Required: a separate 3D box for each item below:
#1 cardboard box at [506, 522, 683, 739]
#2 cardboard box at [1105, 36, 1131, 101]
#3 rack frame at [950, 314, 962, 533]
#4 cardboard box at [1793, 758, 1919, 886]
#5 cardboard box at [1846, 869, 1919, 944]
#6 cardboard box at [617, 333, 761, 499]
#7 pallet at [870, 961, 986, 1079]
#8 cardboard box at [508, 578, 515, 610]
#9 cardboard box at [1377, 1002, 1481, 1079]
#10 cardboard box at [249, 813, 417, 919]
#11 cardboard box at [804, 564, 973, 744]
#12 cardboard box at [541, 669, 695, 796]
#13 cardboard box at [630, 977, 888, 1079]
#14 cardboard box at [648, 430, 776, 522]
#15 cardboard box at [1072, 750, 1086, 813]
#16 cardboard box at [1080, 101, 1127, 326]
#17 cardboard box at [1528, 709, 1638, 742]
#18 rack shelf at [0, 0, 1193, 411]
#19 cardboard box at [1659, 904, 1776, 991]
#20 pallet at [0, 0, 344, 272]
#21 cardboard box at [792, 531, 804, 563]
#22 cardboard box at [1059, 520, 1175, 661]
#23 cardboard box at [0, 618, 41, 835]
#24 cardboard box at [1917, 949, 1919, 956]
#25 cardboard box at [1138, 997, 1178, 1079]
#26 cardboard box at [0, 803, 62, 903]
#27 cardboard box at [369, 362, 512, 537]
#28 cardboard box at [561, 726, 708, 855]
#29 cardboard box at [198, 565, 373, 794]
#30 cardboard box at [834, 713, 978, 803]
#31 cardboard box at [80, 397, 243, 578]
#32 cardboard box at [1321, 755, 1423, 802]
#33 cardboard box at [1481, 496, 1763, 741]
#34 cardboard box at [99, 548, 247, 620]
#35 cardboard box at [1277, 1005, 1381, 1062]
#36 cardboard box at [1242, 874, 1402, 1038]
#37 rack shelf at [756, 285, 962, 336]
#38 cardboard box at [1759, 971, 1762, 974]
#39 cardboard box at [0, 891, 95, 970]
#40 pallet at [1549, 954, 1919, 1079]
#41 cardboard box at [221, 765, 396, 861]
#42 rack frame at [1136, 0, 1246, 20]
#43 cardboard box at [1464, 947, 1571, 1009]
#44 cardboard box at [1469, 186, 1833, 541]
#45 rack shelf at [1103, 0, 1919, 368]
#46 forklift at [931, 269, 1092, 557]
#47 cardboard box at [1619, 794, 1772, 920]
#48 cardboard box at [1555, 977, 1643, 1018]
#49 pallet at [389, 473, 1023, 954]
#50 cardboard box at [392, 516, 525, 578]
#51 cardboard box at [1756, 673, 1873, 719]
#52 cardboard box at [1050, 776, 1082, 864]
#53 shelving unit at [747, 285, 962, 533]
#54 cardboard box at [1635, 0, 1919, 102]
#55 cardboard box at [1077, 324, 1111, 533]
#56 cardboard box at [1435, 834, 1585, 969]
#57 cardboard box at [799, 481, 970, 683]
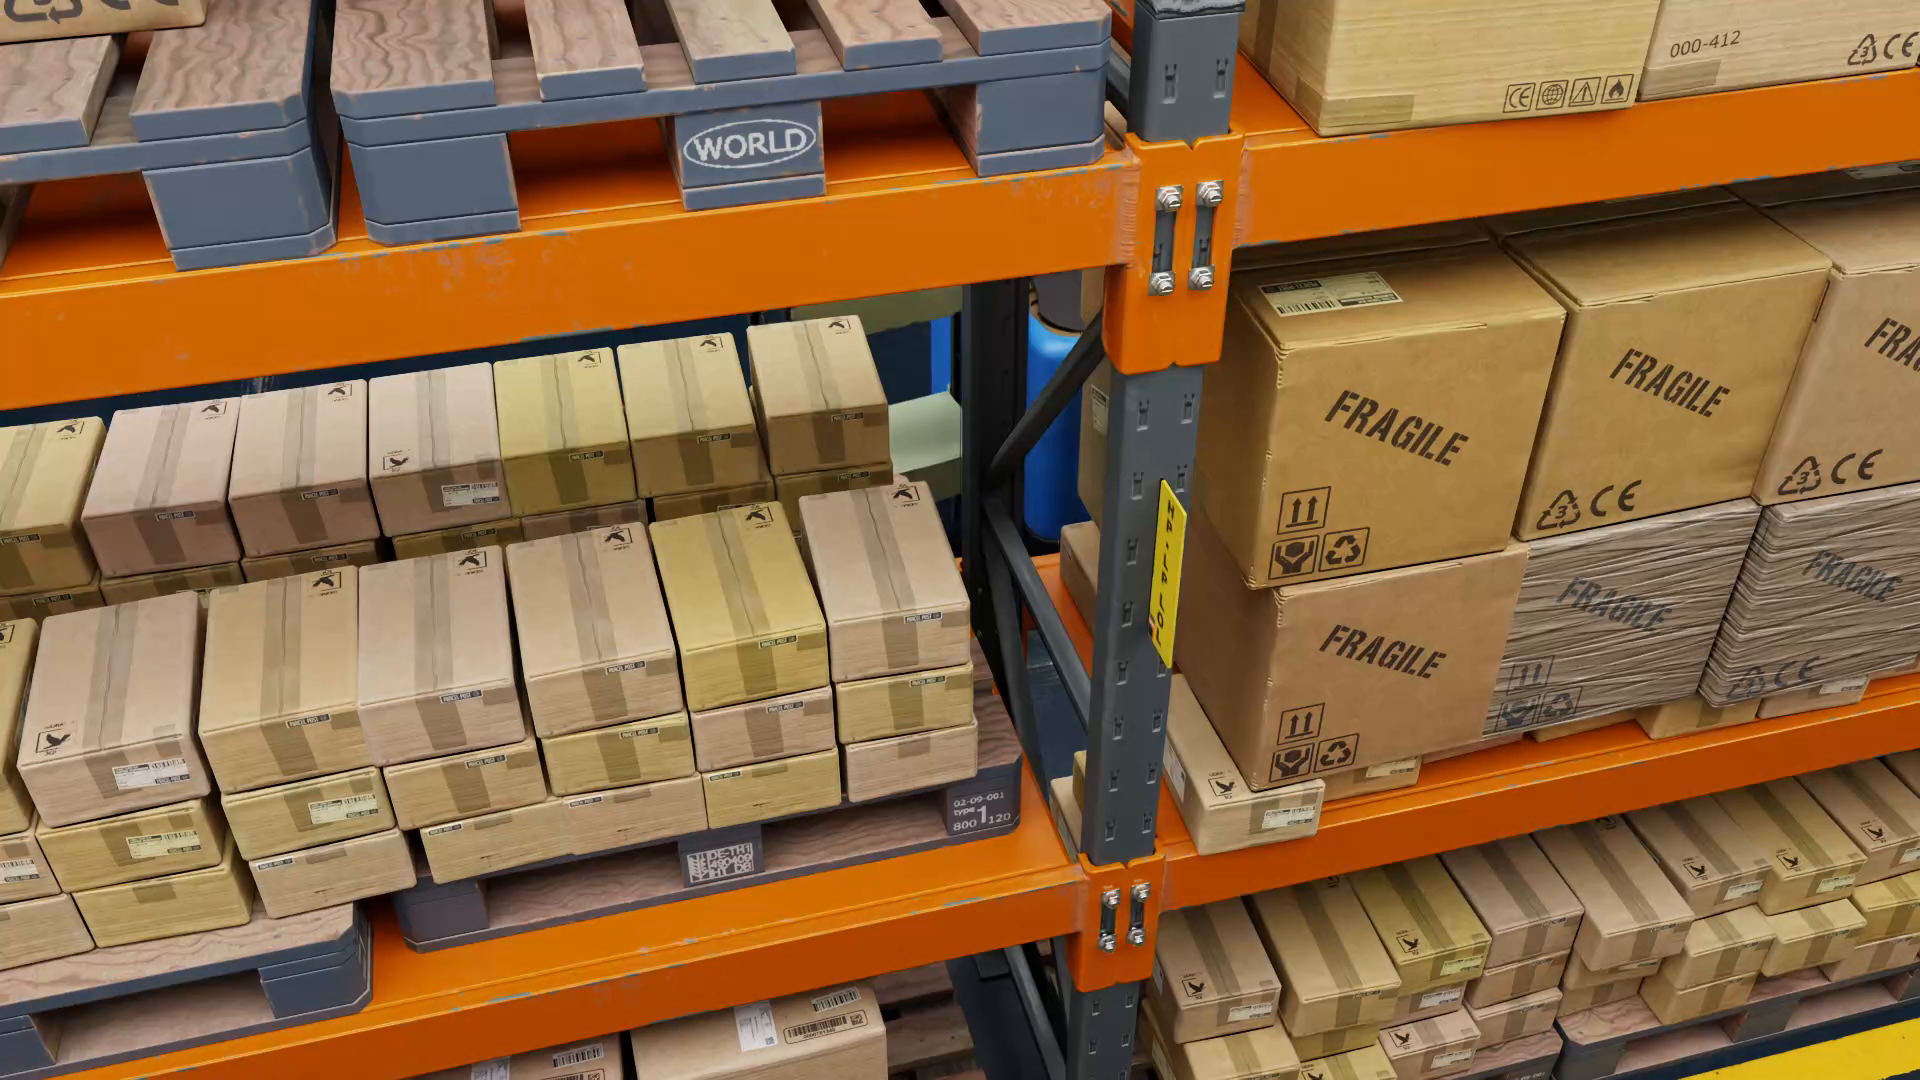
[{"bbox_3d":[-0.653,0.152,2.953,0.250,0.149,0.380,-11,39,-13],"label":"cardboard box"},{"bbox_3d":[0.524,-2.254,8.130,0.875,0.875,0.875,-9,38,-12],"label":"cardboard box"},{"bbox_3d":[0.059,-0.565,5.754,0.023,1.500,0.400,-16,40,-20],"label":"rack frame"},{"bbox_3d":[2.340,0.700,4.377,0.250,0.149,0.380,-11,39,-13],"label":"cardboard box"},{"bbox_3d":[2.369,0.862,4.410,0.250,0.149,0.380,-7,38,-10],"label":"cardboard box"},{"bbox_3d":[-0.575,-0.268,3.503,0.250,0.149,0.380,-8,38,-11],"label":"cardboard box"},{"bbox_3d":[-0.558,1.427,4.211,1.213,0.211,1.003,-9,38,-12],"label":"pallet"},{"bbox_3d":[-1.058,0.044,3.584,0.250,0.149,0.380,-9,38,-11],"label":"cardboard box"},{"bbox_3d":[1.112,1.179,4.241,0.250,0.149,0.380,-9,38,-12],"label":"cardboard box"},{"bbox_3d":[-1.140,0.474,3.023,0.250,0.149,0.380,-11,39,-14],"label":"cardboard box"},{"bbox_3d":[-0.140,0.189,3.151,0.250,0.149,0.380,-8,38,-11],"label":"cardboard box"},{"bbox_3d":[-0.634,0.269,3.046,0.250,0.149,0.380,-8,38,-10],"label":"cardboard box"},{"bbox_3d":[-0.460,0.989,3.582,0.500,0.250,0.500,-10,39,-13],"label":"cardboard box"},{"bbox_3d":[-0.557,-0.155,3.601,0.250,0.149,0.380,-10,39,-13],"label":"cardboard box"},{"bbox_3d":[0.469,0.715,4.358,0.250,0.149,0.380,-8,38,-11],"label":"cardboard box"},{"bbox_3d":[0.576,-0.593,3.407,0.500,0.500,0.500,-11,39,-14],"label":"cardboard box"},{"bbox_3d":[1.289,0.245,3.668,0.250,0.149,0.380,-11,39,-14],"label":"cardboard box"},{"bbox_3d":[-1.738,-0.394,2.420,4.000,0.370,1.077,-9,38,-12],"label":"rack shelf"},{"bbox_3d":[1.866,0.946,4.300,0.250,0.149,0.380,-10,38,-12],"label":"cardboard box"},{"bbox_3d":[-1.431,-0.721,2.409,1.003,0.211,1.213,-9,38,-12],"label":"pallet"},{"bbox_3d":[-0.307,-0.080,3.746,0.250,0.149,0.380,-11,39,-14],"label":"cardboard box"},{"bbox_3d":[0.408,0.112,3.841,0.250,0.149,0.380,-10,38,-12],"label":"cardboard box"},{"bbox_3d":[-1.662,0.319,2.735,0.250,0.149,0.380,-10,39,-13],"label":"cardboard box"},{"bbox_3d":[2.637,0.948,4.543,0.250,0.149,0.380,-11,39,-14],"label":"cardboard box"},{"bbox_3d":[0.628,1.291,4.094,0.250,0.149,0.380,-11,39,-14],"label":"cardboard box"},{"bbox_3d":[-1.647,0.435,2.829,0.250,0.149,0.380,-8,38,-10],"label":"cardboard box"},{"bbox_3d":[-1.065,-0.191,3.402,0.250,0.149,0.380,-10,38,-13],"label":"cardboard box"},{"bbox_3d":[-0.630,0.387,3.137,0.250,0.149,0.380,-9,38,-12],"label":"cardboard box"},{"bbox_3d":[-1.144,0.231,2.851,0.250,0.149,0.380,-11,39,-13],"label":"cardboard box"},{"bbox_3d":[-0.139,0.307,3.241,0.250,0.149,0.380,-10,39,-13],"label":"cardboard box"},{"bbox_3d":[-1.555,-0.110,3.297,0.250,0.149,0.380,-8,38,-10],"label":"cardboard box"},{"bbox_3d":[0.782,0.357,3.521,0.250,0.149,0.380,-8,38,-11],"label":"cardboard box"},{"bbox_3d":[1.213,0.024,3.423,0.500,0.500,0.500,-9,38,-12],"label":"cardboard box"},{"bbox_3d":[-1.573,0.013,3.380,0.250,0.149,0.380,-10,39,-13],"label":"cardboard box"},{"bbox_3d":[0.847,1.080,4.126,0.250,0.149,0.380,-9,38,-12],"label":"cardboard box"},{"bbox_3d":[0.861,0.982,4.008,0.250,0.149,0.380,-8,38,-10],"label":"cardboard box"},{"bbox_3d":[-0.273,-0.781,5.395,0.720,0.370,0.431,-16,40,-20],"label":"rack shelf"},{"bbox_3d":[2.104,0.975,4.507,0.250,0.149,0.380,-8,38,-11],"label":"cardboard box"},{"bbox_3d":[-1.653,0.557,2.914,0.250,0.149,0.380,-11,39,-13],"label":"cardboard box"},{"bbox_3d":[2.012,0.980,4.795,1.213,0.211,1.003,-9,38,-12],"label":"pallet"},{"bbox_3d":[-1.148,0.355,2.934,0.250,0.149,0.380,-11,39,-14],"label":"cardboard box"},{"bbox_3d":[0.193,-2.188,1.704,0.127,3.000,1.000,-9,38,-12],"label":"rack frame"},{"bbox_3d":[1.335,0.979,4.257,0.250,0.149,0.380,-11,39,-14],"label":"cardboard box"},{"bbox_3d":[1.189,-0.380,3.128,0.500,0.500,0.500,-10,39,-13],"label":"cardboard box"},{"bbox_3d":[2.124,-1.028,3.248,4.000,0.370,1.077,-9,38,-12],"label":"rack shelf"},{"bbox_3d":[1.437,-1.562,5.879,3.031,2.935,1.130,-16,40,-20],"label":"forklift"},{"bbox_3d":[1.847,0.775,4.280,0.250,0.149,0.380,-11,39,-14],"label":"cardboard box"},{"bbox_3d":[1.594,1.046,4.414,0.250,0.149,0.380,-11,39,-14],"label":"cardboard box"},{"bbox_3d":[-0.583,0.307,3.538,1.213,0.211,1.003,-9,38,-12],"label":"pallet"},{"bbox_3d":[-1.057,-0.073,3.493,0.250,0.149,0.380,-11,39,-14],"label":"cardboard box"},{"bbox_3d":[1.810,0.205,3.721,0.250,0.149,0.380,-8,38,-10],"label":"cardboard box"},{"bbox_3d":[0.414,0.806,4.484,0.250,0.149,0.380,-9,38,-11],"label":"cardboard box"},{"bbox_3d":[-0.273,-0.471,5.632,0.755,1.500,0.431,-16,40,-20],"label":"shelving unit"},{"bbox_3d":[1.190,-0.940,2.665,0.500,0.250,0.500,-10,39,-13],"label":"cardboard box"},{"bbox_3d":[0.586,-0.205,3.723,0.500,0.500,0.500,-9,38,-12],"label":"cardboard box"},{"bbox_3d":[1.338,0.859,4.170,0.250,0.149,0.380,-10,39,-13],"label":"cardboard box"},{"bbox_3d":[-0.144,0.070,3.062,0.250,0.149,0.380,-8,38,-10],"label":"cardboard box"}]
